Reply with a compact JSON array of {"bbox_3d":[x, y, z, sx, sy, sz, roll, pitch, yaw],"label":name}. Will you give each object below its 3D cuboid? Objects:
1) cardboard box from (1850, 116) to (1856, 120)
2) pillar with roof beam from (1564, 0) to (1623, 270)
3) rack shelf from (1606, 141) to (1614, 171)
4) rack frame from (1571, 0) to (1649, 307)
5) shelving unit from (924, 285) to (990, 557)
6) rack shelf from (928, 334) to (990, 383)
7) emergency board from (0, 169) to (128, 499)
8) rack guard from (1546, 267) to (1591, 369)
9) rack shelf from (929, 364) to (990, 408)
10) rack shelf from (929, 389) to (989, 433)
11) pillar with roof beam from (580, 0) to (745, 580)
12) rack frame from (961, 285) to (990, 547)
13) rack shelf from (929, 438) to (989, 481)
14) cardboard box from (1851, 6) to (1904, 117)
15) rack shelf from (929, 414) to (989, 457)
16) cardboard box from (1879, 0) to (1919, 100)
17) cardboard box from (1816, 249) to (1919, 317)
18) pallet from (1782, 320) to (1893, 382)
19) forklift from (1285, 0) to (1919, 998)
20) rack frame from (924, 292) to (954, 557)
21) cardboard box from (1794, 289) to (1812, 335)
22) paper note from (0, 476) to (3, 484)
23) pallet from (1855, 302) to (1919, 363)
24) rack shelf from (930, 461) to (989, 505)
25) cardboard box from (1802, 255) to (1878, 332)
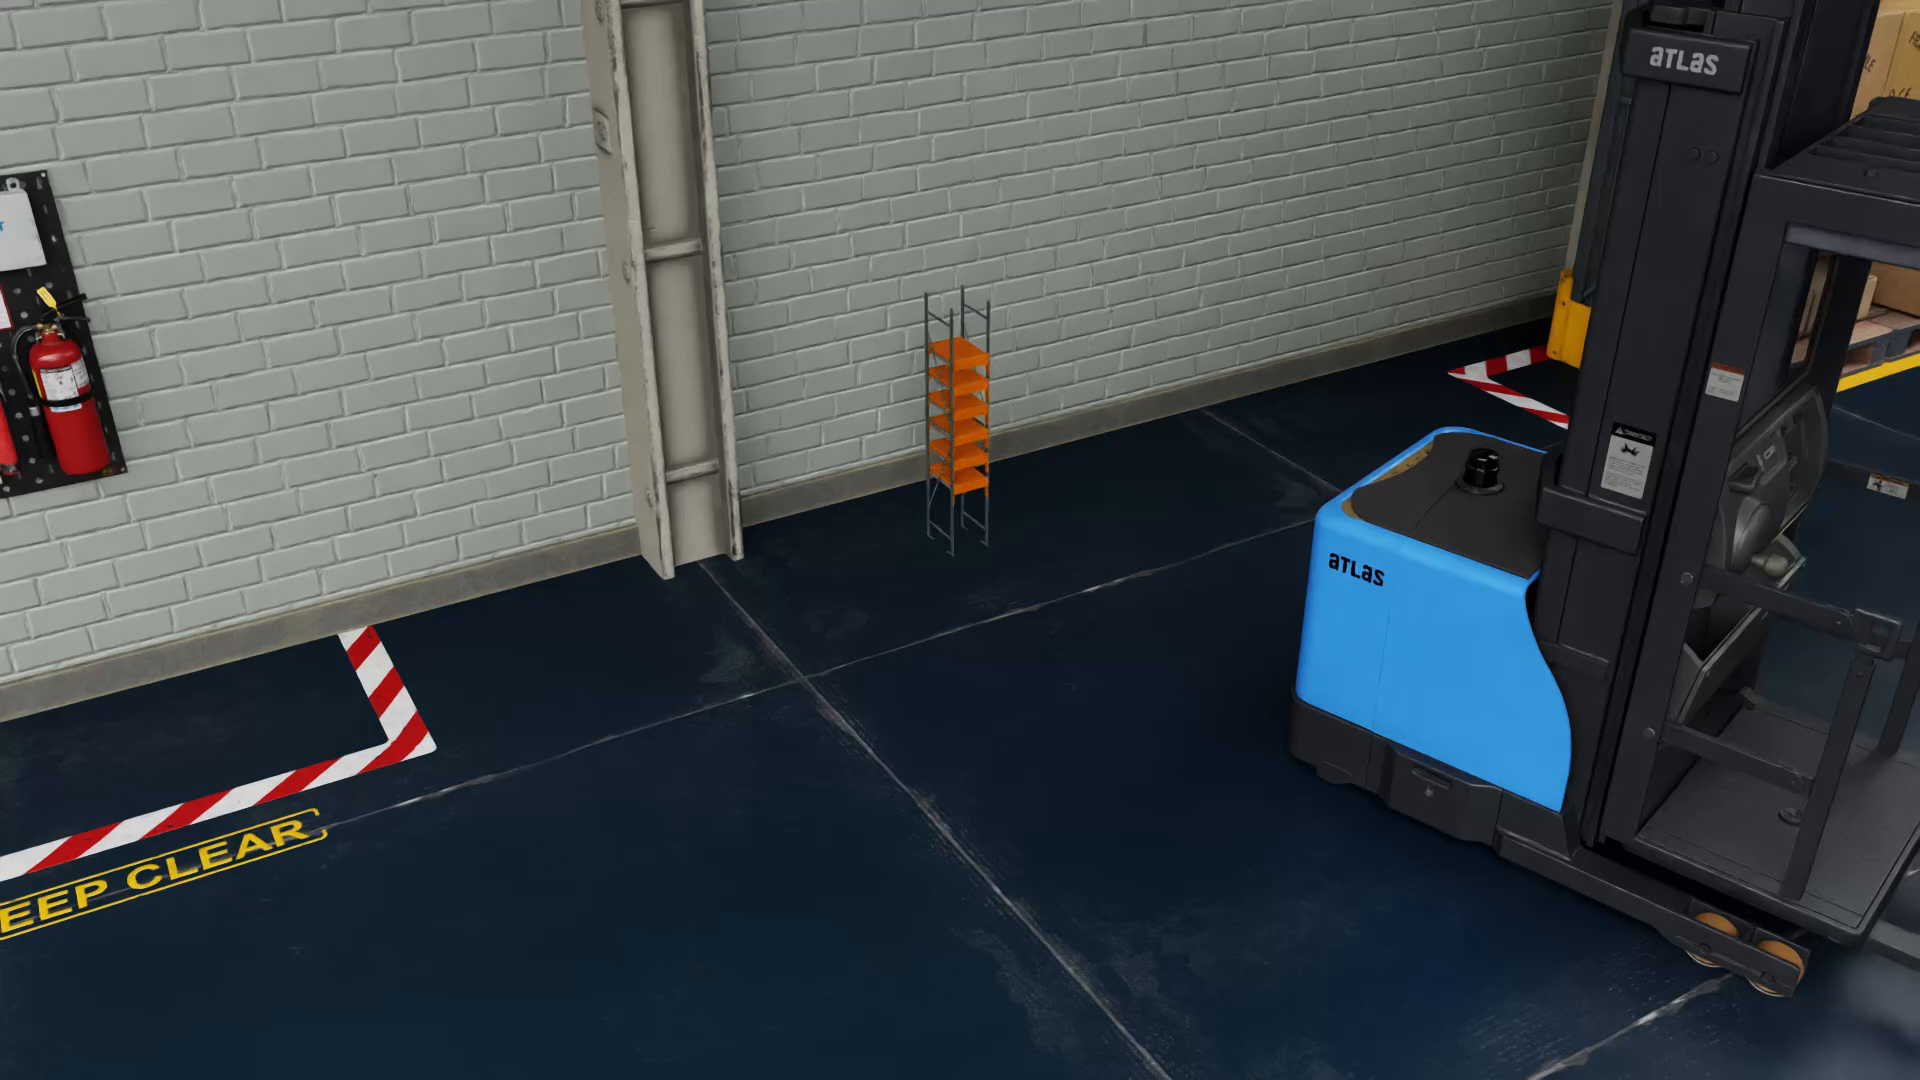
[{"bbox_3d":[4.358,-2.114,8.611,0.500,0.250,0.500,-17,33,-28],"label":"cardboard box"},{"bbox_3d":[6.123,-3.549,4.867,0.400,9.000,9.100,-16,33,-26],"label":"pillar with roof beam"},{"bbox_3d":[5.501,-2.359,9.664,4.000,0.370,1.077,-16,33,-26],"label":"rack shelf"},{"bbox_3d":[3.777,-2.184,8.603,0.127,3.000,1.000,-16,33,-26],"label":"rack frame"},{"bbox_3d":[-0.012,-0.522,7.454,0.189,1.200,0.258,-16,33,-26],"label":"shelving unit"},{"bbox_3d":[-0.012,-0.798,7.301,0.180,0.103,0.258,-16,33,-26],"label":"rack shelf"},{"bbox_3d":[-3.381,-0.658,5.838,0.643,1.169,0.194,-16,33,-26],"label":"emergency board"},{"bbox_3d":[3.842,-1.108,9.241,0.348,0.500,1.175,-16,33,-26],"label":"rack guard"},{"bbox_3d":[-0.012,-0.693,7.359,0.180,0.103,0.258,-16,33,-26],"label":"rack shelf"},{"bbox_3d":[-0.012,-0.588,7.417,0.180,0.103,0.258,-16,33,-26],"label":"rack shelf"},{"bbox_3d":[0.950,-2.080,2.206,0.400,9.000,9.100,-16,33,-26],"label":"pillar with roof beam"},{"bbox_3d":[0.066,-0.544,7.494,0.006,1.200,0.240,-16,33,-26],"label":"rack frame"},{"bbox_3d":[-0.012,-0.378,7.533,0.180,0.103,0.258,-16,33,-26],"label":"rack shelf"},{"bbox_3d":[4.341,-2.447,8.438,0.500,0.500,0.500,-16,33,-26],"label":"cardboard box"},{"bbox_3d":[-0.012,-0.483,7.475,0.180,0.103,0.258,-16,33,-26],"label":"rack shelf"},{"bbox_3d":[4.772,-2.564,8.650,0.500,0.500,0.500,-16,33,-26],"label":"cardboard box"},{"bbox_3d":[5.568,-1.712,9.880,0.500,0.500,0.700,-18,34,-29],"label":"cardboard box"},{"bbox_3d":[4.561,-1.166,9.644,1.213,0.211,1.003,-16,33,-26],"label":"pallet"},{"bbox_3d":[2.652,-0.153,4.993,3.031,2.935,1.130,23,36,35],"label":"forklift"},{"bbox_3d":[-0.091,-0.499,7.413,0.006,1.200,0.240,-16,33,-26],"label":"rack frame"},{"bbox_3d":[4.419,-1.331,9.385,0.500,0.311,0.500,-20,35,-32],"label":"cardboard box"},{"bbox_3d":[-3.568,-0.258,6.024,0.142,0.148,0.016,-16,33,-26],"label":"paper note"},{"bbox_3d":[5.611,-1.463,10.182,1.213,0.211,1.003,-16,33,-26],"label":"pallet"},{"bbox_3d":[-0.012,-0.273,7.591,0.180,0.103,0.258,-16,33,-26],"label":"rack shelf"},{"bbox_3d":[4.910,-1.471,9.638,0.500,0.311,0.500,-13,31,-22],"label":"cardboard box"}]
